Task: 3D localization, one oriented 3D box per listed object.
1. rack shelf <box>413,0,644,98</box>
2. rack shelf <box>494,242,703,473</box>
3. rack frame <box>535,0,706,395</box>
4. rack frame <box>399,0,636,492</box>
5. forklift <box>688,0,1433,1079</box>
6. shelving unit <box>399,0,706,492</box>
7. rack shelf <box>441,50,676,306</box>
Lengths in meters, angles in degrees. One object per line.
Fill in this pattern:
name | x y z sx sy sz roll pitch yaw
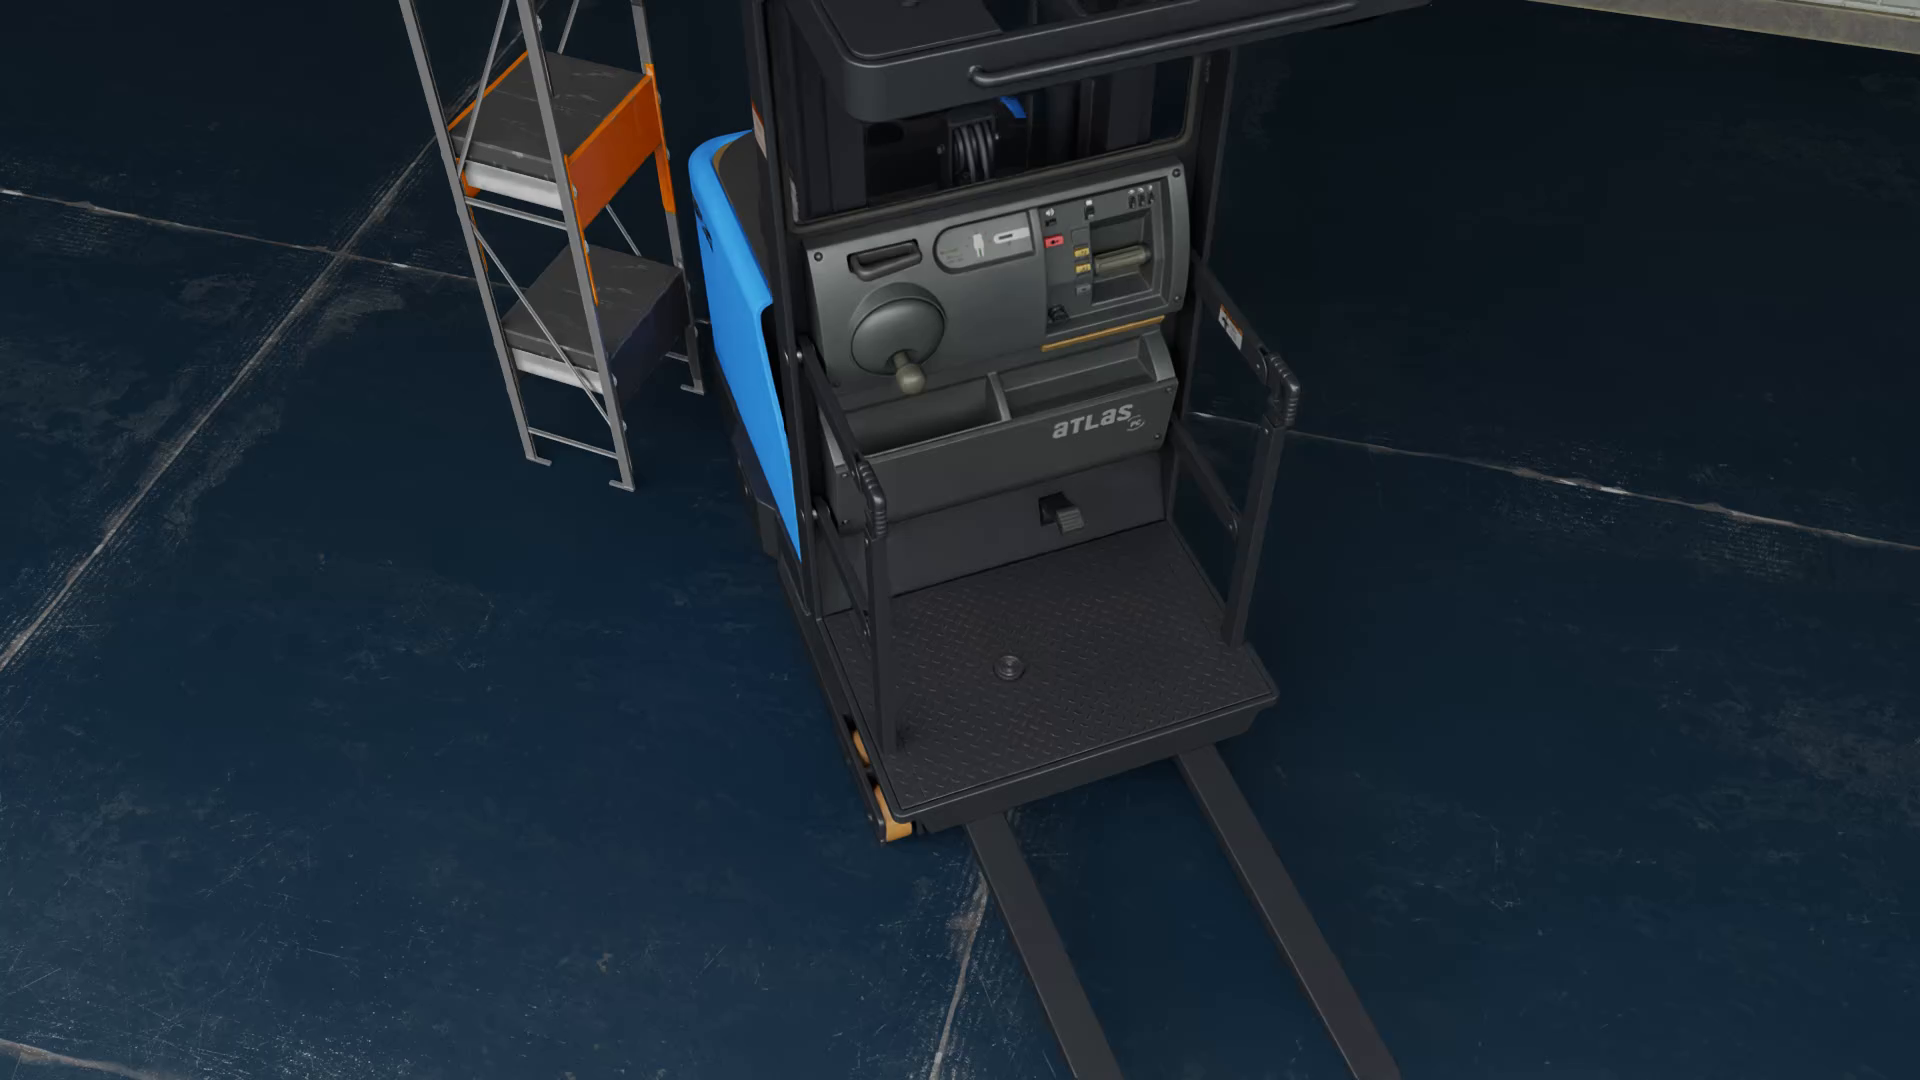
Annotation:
rack shelf | -1.150 -1.534 4.288 0.431 0.518 0.480 17 51 14
rack shelf | -1.150 -0.608 5.338 0.431 0.518 0.480 17 51 14
rack frame | -1.059 -1.250 4.953 0.400 2.100 0.015 17 51 14
rack frame | -1.240 -0.910 4.653 0.400 2.100 0.015 17 51 14
forklift | 0.181 -0.513 3.748 1.130 2.935 3.031 -16 50 -13
shelving unit | -1.150 -1.080 4.803 0.431 2.100 0.503 17 51 14
rack shelf | -1.150 -1.071 4.813 0.431 0.518 0.480 17 51 14
